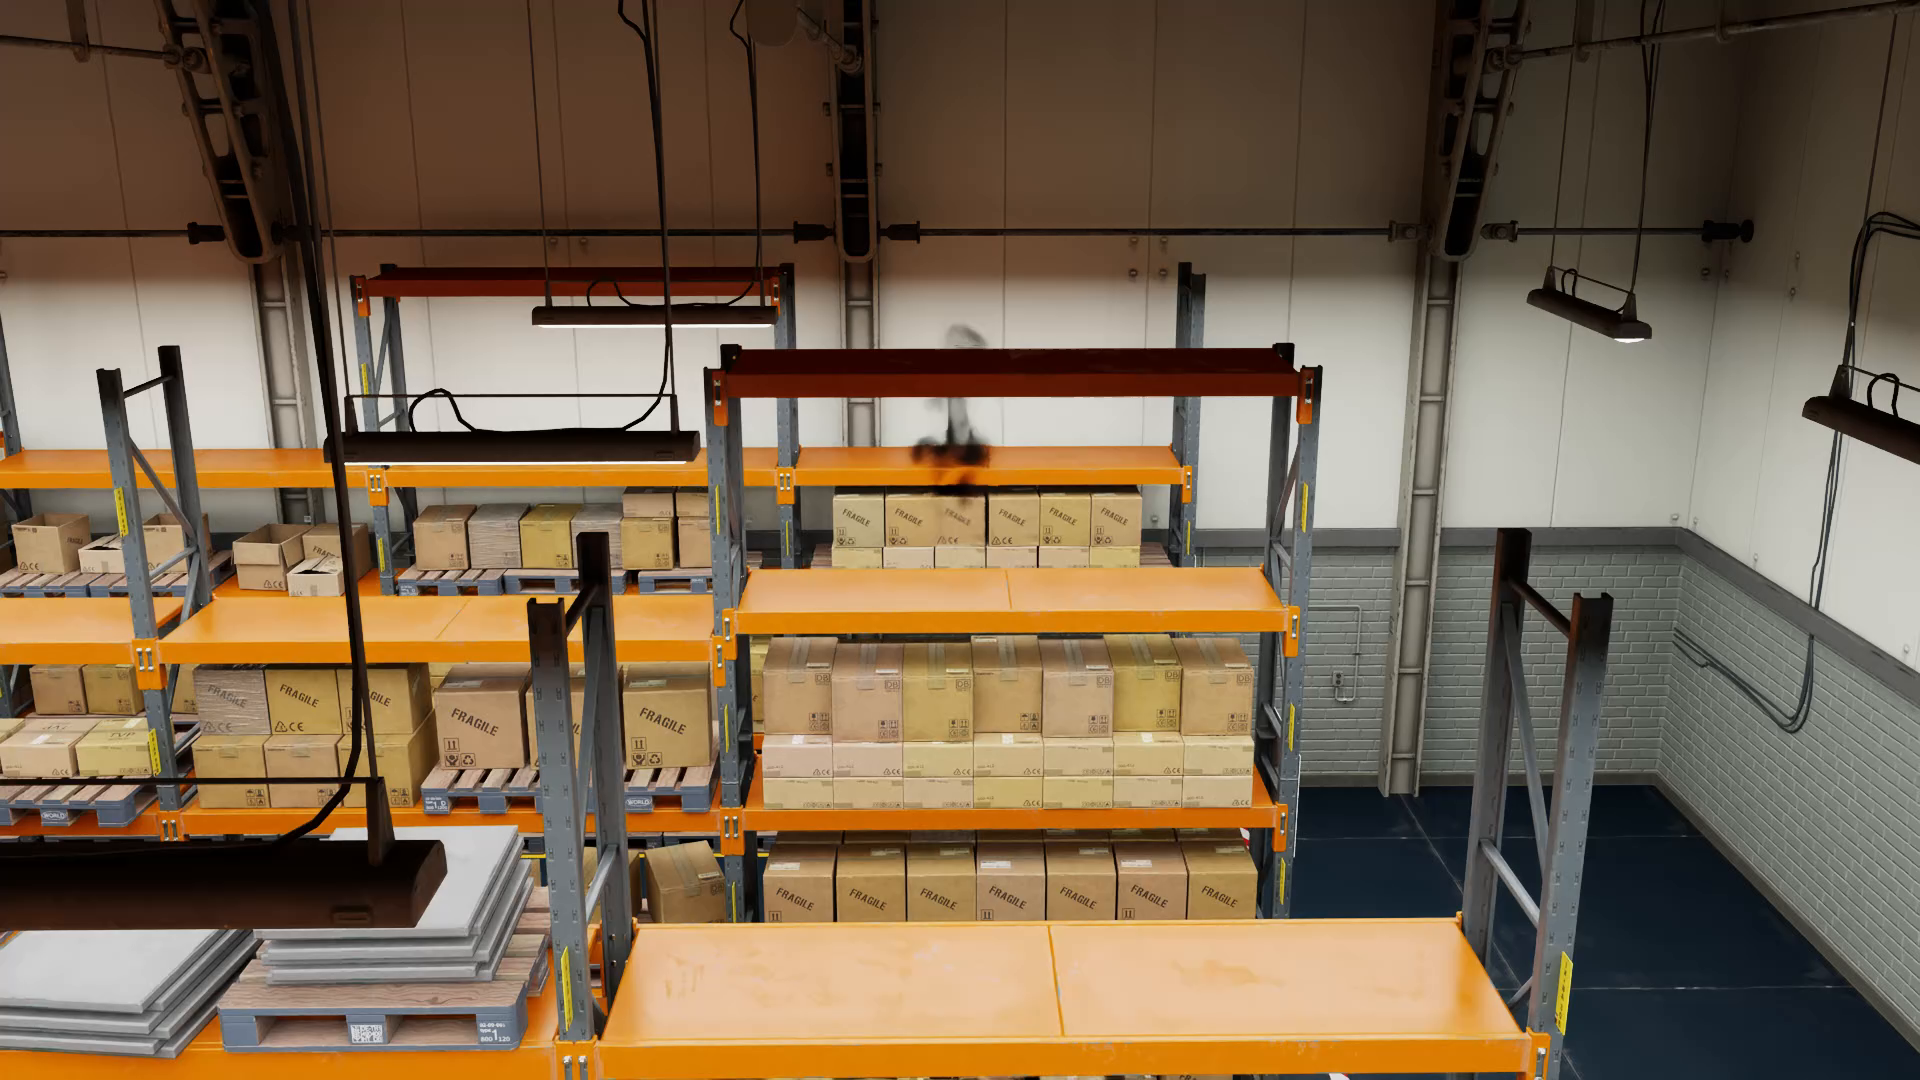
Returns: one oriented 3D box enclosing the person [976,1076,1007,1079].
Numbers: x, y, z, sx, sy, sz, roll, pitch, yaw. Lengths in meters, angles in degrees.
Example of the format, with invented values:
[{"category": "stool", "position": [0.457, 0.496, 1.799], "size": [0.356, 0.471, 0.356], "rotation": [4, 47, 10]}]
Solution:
[{"category": "person", "position": [0.191, 4.237, 10.983], "size": [0.661, 1.678, 0.648], "rotation": [-3, 16, -10]}]
